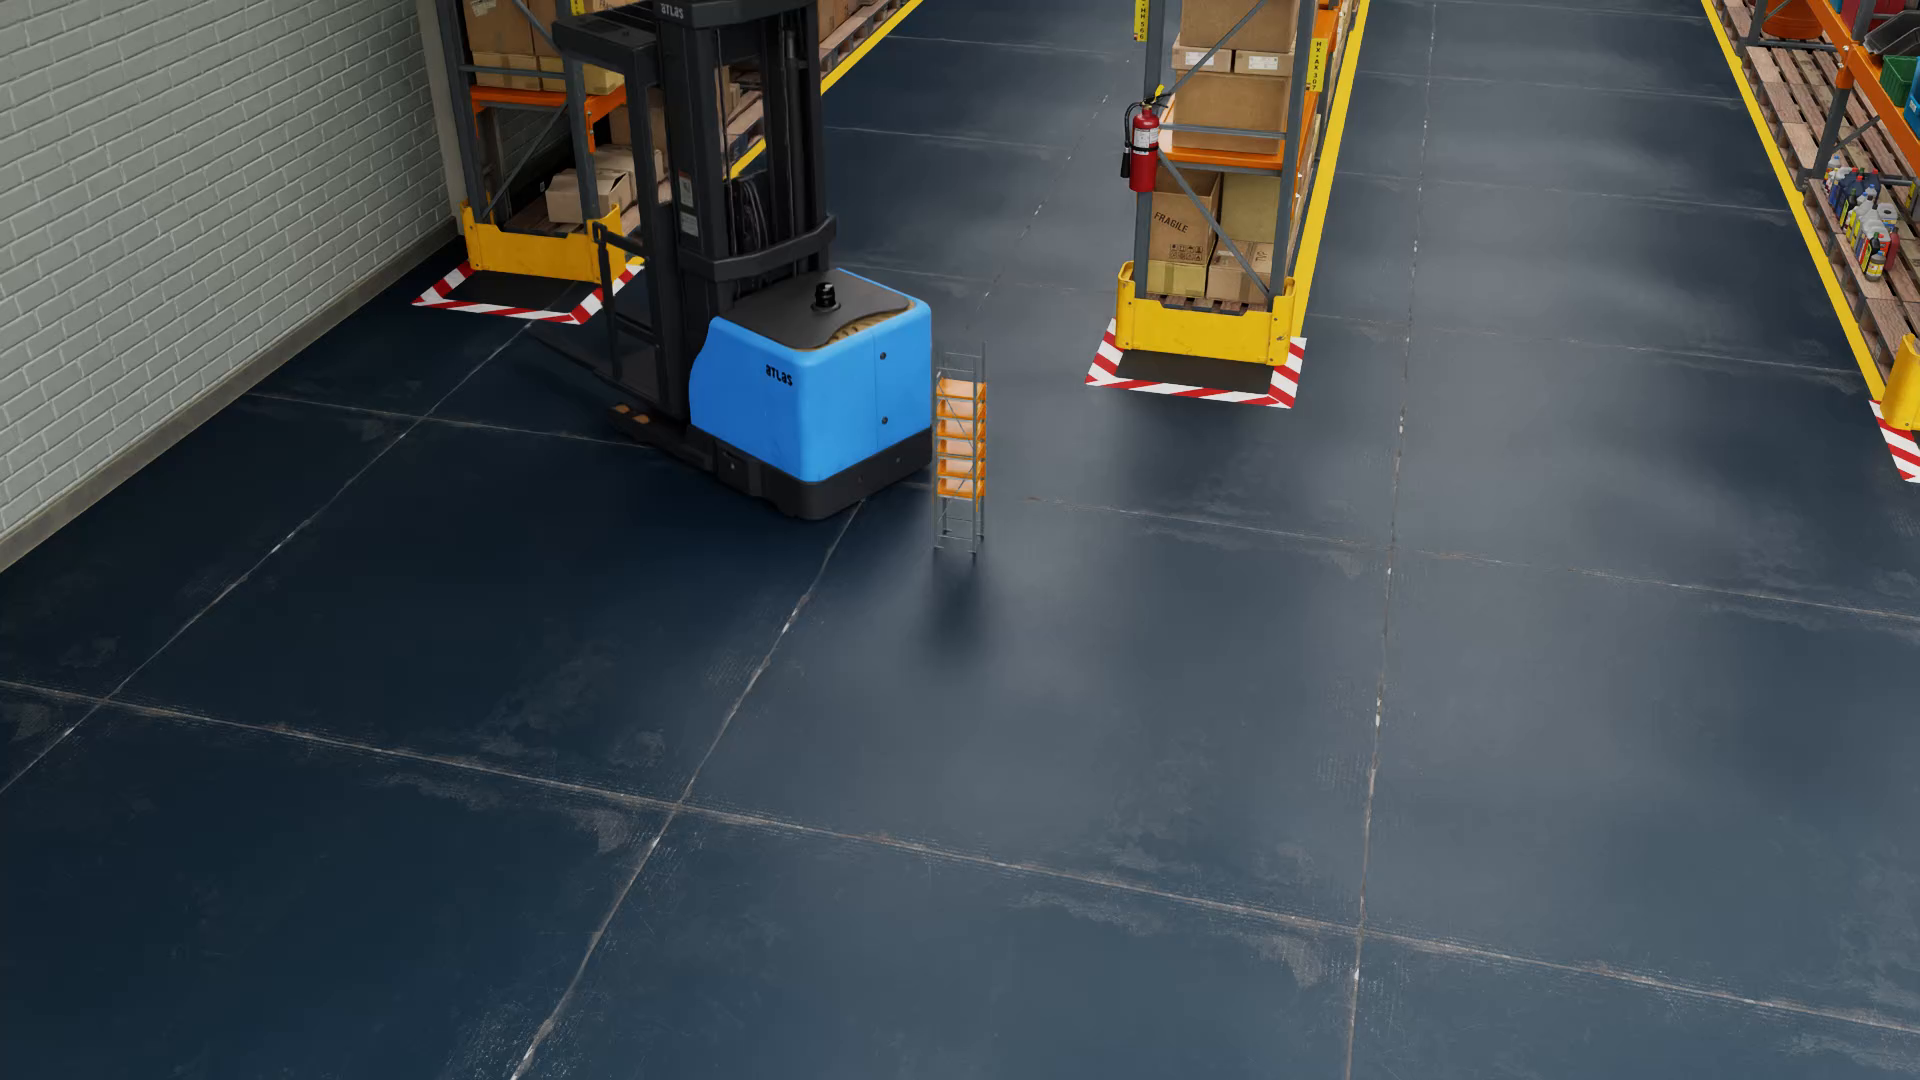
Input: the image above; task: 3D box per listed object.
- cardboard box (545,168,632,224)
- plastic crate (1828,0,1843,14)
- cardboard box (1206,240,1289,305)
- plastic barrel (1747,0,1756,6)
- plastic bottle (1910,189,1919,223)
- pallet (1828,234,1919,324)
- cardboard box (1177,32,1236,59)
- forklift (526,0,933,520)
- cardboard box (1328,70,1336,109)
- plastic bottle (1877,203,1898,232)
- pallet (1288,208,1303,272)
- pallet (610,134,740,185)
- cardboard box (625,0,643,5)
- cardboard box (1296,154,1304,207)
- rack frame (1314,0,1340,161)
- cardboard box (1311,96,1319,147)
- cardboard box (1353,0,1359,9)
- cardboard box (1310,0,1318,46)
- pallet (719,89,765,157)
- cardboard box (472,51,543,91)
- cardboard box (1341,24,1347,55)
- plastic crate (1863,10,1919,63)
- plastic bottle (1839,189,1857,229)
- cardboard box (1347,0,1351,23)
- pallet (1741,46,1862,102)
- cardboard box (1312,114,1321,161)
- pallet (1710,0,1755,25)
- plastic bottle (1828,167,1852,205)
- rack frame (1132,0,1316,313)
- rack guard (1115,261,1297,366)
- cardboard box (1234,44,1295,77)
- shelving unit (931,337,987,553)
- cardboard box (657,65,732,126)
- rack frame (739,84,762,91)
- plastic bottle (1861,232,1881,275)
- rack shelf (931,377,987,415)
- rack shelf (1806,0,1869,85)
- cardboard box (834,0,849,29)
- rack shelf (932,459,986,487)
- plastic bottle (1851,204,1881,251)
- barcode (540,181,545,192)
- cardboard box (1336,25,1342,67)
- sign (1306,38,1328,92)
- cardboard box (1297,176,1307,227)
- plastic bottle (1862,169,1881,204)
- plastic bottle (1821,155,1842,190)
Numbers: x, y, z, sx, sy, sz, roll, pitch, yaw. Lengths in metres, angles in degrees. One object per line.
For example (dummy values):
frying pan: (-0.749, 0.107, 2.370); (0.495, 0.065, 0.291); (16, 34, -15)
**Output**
cardboard box: (-2.866, -2.678, 12.832); (0.500, 0.311, 0.500); (4, 33, 7)
plastic crate: (7.449, -4.615, 13.798); (0.392, 0.384, 0.575); (8, 33, 12)
cardboard box: (2.015, -1.872, 11.641); (0.500, 0.250, 0.500); (8, 33, 12)
plastic barrel: (8.879, -6.084, 17.951); (0.600, 0.588, 0.708); (8, 33, 12)
plastic bottle: (7.387, -2.577, 12.707); (0.152, 0.276, 0.135); (8, 33, 12)
pallet: (6.951, -1.852, 12.037); (1.003, 0.211, 1.213); (8, 33, 12)
cardboard box: (1.642, -3.284, 10.991); (0.380, 0.149, 0.250); (9, 34, 14)
forklift: (-1.567, -2.024, 9.772); (3.031, 2.935, 1.130); (27, 41, 35)
cardboard box: (3.152, -4.141, 15.209); (0.500, 0.250, 0.500); (9, 33, 14)
plastic bottle: (6.857, -2.355, 12.357); (0.152, 0.276, 0.135); (8, 33, 12)
pallet: (2.129, -2.465, 13.000); (1.003, 0.211, 1.213); (8, 33, 12)
pallet: (-2.557, -3.191, 14.142); (1.003, 0.211, 1.213); (8, 33, 12)
cardboard box: (-2.581, -4.004, 12.244); (0.500, 0.500, 0.500); (8, 33, 13)
cardboard box: (2.255, -2.710, 12.259); (0.500, 0.500, 0.500); (8, 33, 12)
rack frame: (2.679, -4.683, 13.891); (1.000, 3.000, 0.127); (8, 33, 12)
cardboard box: (2.635, -3.488, 13.484); (0.500, 0.500, 0.500); (8, 33, 12)
cardboard box: (4.086, -6.087, 18.019); (0.500, 0.500, 0.500); (9, 34, 14)
cardboard box: (2.445, -4.220, 13.068); (0.700, 0.500, 0.500); (8, 33, 12)
pallet: (-2.249, -3.826, 15.141); (1.003, 0.211, 1.213); (8, 33, 12)
cardboard box: (-3.197, -3.494, 12.141); (0.500, 0.250, 0.500); (8, 33, 13)
cardboard box: (3.539, -4.941, 16.468); (0.500, 0.250, 0.500); (9, 33, 13)
plastic crate: (7.214, -3.726, 12.443); (0.767, 0.338, 0.504); (8, 33, 12)
plastic bottle: (6.733, -2.506, 12.588); (0.061, 0.283, 0.133); (9, 34, 15)
cardboard box: (3.674, -5.437, 16.725); (0.500, 0.311, 0.500); (8, 33, 12)
pallet: (8.251, -4.509, 16.216); (1.003, 0.211, 1.213); (8, 33, 12)
cardboard box: (2.773, -3.430, 14.090); (0.500, 0.250, 0.500); (8, 33, 12)
pallet: (8.956, -5.952, 18.485); (1.003, 0.211, 1.213); (8, 33, 12)
plastic bottle: (6.909, -2.766, 13.004); (0.152, 0.276, 0.135); (9, 34, 14)
rack frame: (1.664, -2.608, 10.626); (1.000, 3.000, 0.127); (8, 33, 12)
rack guard: (1.658, -1.540, 11.277); (1.175, 0.500, 0.348); (8, 33, 12)
cardboard box: (1.972, -3.098, 10.699); (0.380, 0.149, 0.250); (8, 33, 12)
shelving unit: (-0.004, -0.499, 8.986); (0.258, 1.200, 0.189); (8, 33, 12)
cardboard box: (-2.338, -3.943, 14.645); (0.500, 0.500, 0.500); (6, 33, 9)
rack frame: (-2.113, -5.356, 14.949); (1.000, 3.000, 0.127); (8, 33, 12)
plastic bottle: (6.509, -2.046, 11.865); (0.061, 0.283, 0.133); (9, 33, 14)
rack shelf: (-0.004, -0.765, 8.817); (0.258, 0.103, 0.180); (8, 33, 12)
rack shelf: (7.977, -4.741, 14.652); (1.077, 0.370, 4.000); (8, 33, 12)
cardboard box: (-1.572, -5.668, 17.360); (0.700, 0.500, 0.500); (8, 33, 12)
rack shelf: (-0.004, -0.360, 9.074); (0.258, 0.103, 0.180); (8, 33, 12)
plastic bottle: (6.660, -2.297, 12.197); (0.144, 0.351, 0.185); (9, 34, 14)
barcode: (-3.248, -2.746, 12.930); (0.001, 0.075, 0.075); (8, 33, 12)
cardboard box: (3.287, -4.645, 15.480); (0.500, 0.311, 0.500); (7, 33, 11)
sign: (2.200, -2.928, 10.248); (0.100, 0.325, 0.005); (8, 33, 12)
cardboard box: (2.398, -2.651, 12.865); (0.500, 0.250, 0.500); (8, 33, 12)
plastic bottle: (7.003, -2.693, 12.819); (0.144, 0.351, 0.185); (8, 33, 12)
plastic bottle: (6.965, -2.936, 13.275); (0.097, 0.271, 0.097); (0, 32, 0)
